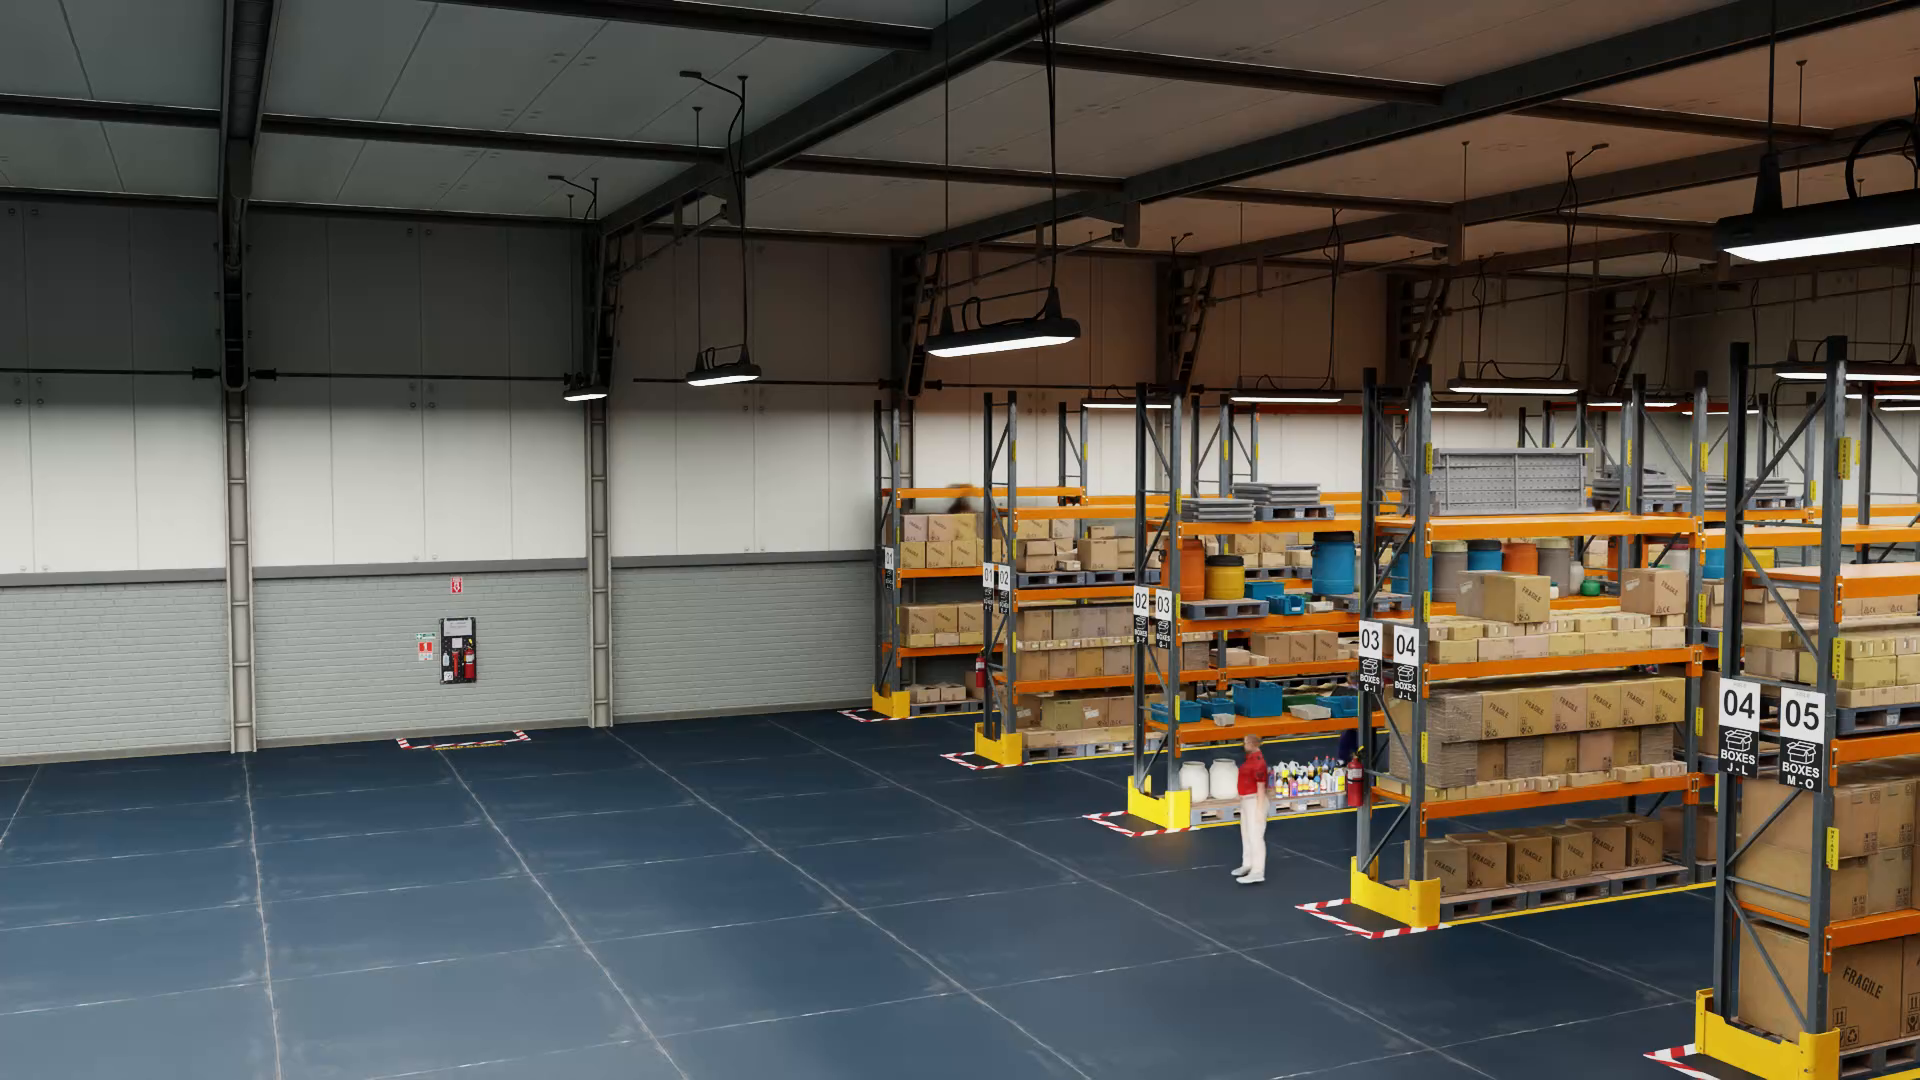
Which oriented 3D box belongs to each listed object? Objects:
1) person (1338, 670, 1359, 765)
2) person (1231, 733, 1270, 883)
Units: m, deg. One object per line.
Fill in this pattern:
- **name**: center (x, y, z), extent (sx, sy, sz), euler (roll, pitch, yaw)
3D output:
- **person**: center (6.177, 2.843, 26.149), extent (0.929, 1.603, 0.576), euler (-1, 4, -19)
- **person**: center (3.447, 3.149, 19.704), extent (0.415, 1.730, 0.586), euler (0, 3, -2)
